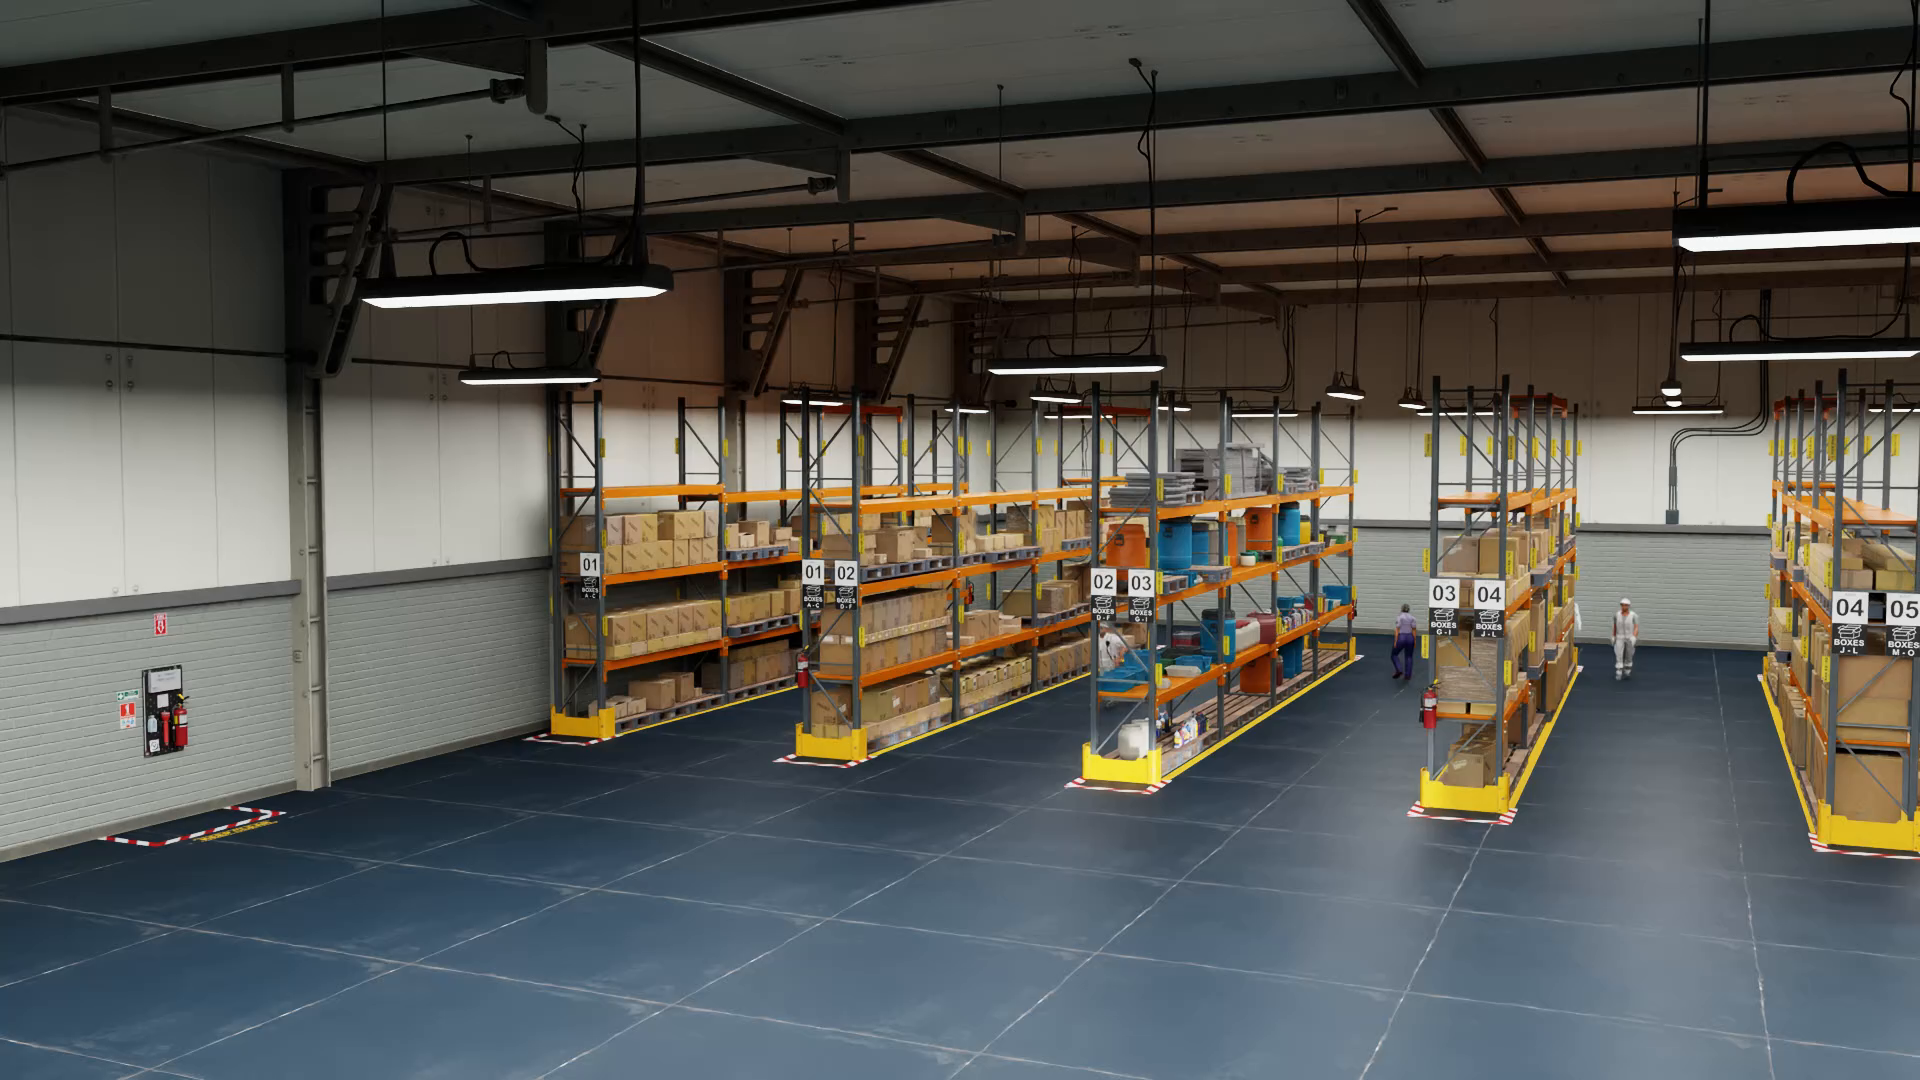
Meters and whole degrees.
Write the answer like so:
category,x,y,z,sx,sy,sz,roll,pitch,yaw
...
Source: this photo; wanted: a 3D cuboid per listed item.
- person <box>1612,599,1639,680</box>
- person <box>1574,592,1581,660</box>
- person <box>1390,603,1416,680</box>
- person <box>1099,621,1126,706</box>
category,x,y,z,sx,sy,sz,roll,pitch,yaw
person,14.321,2.128,35.770,0.538,1.721,1.050,1,3,19
person,14.403,1.991,39.320,0.449,1.604,1.062,-1,3,-19
person,9.603,2.196,35.926,0.536,1.648,0.453,-1,3,-10
person,2.869,2.384,32.099,0.711,1.700,0.731,2,4,35
